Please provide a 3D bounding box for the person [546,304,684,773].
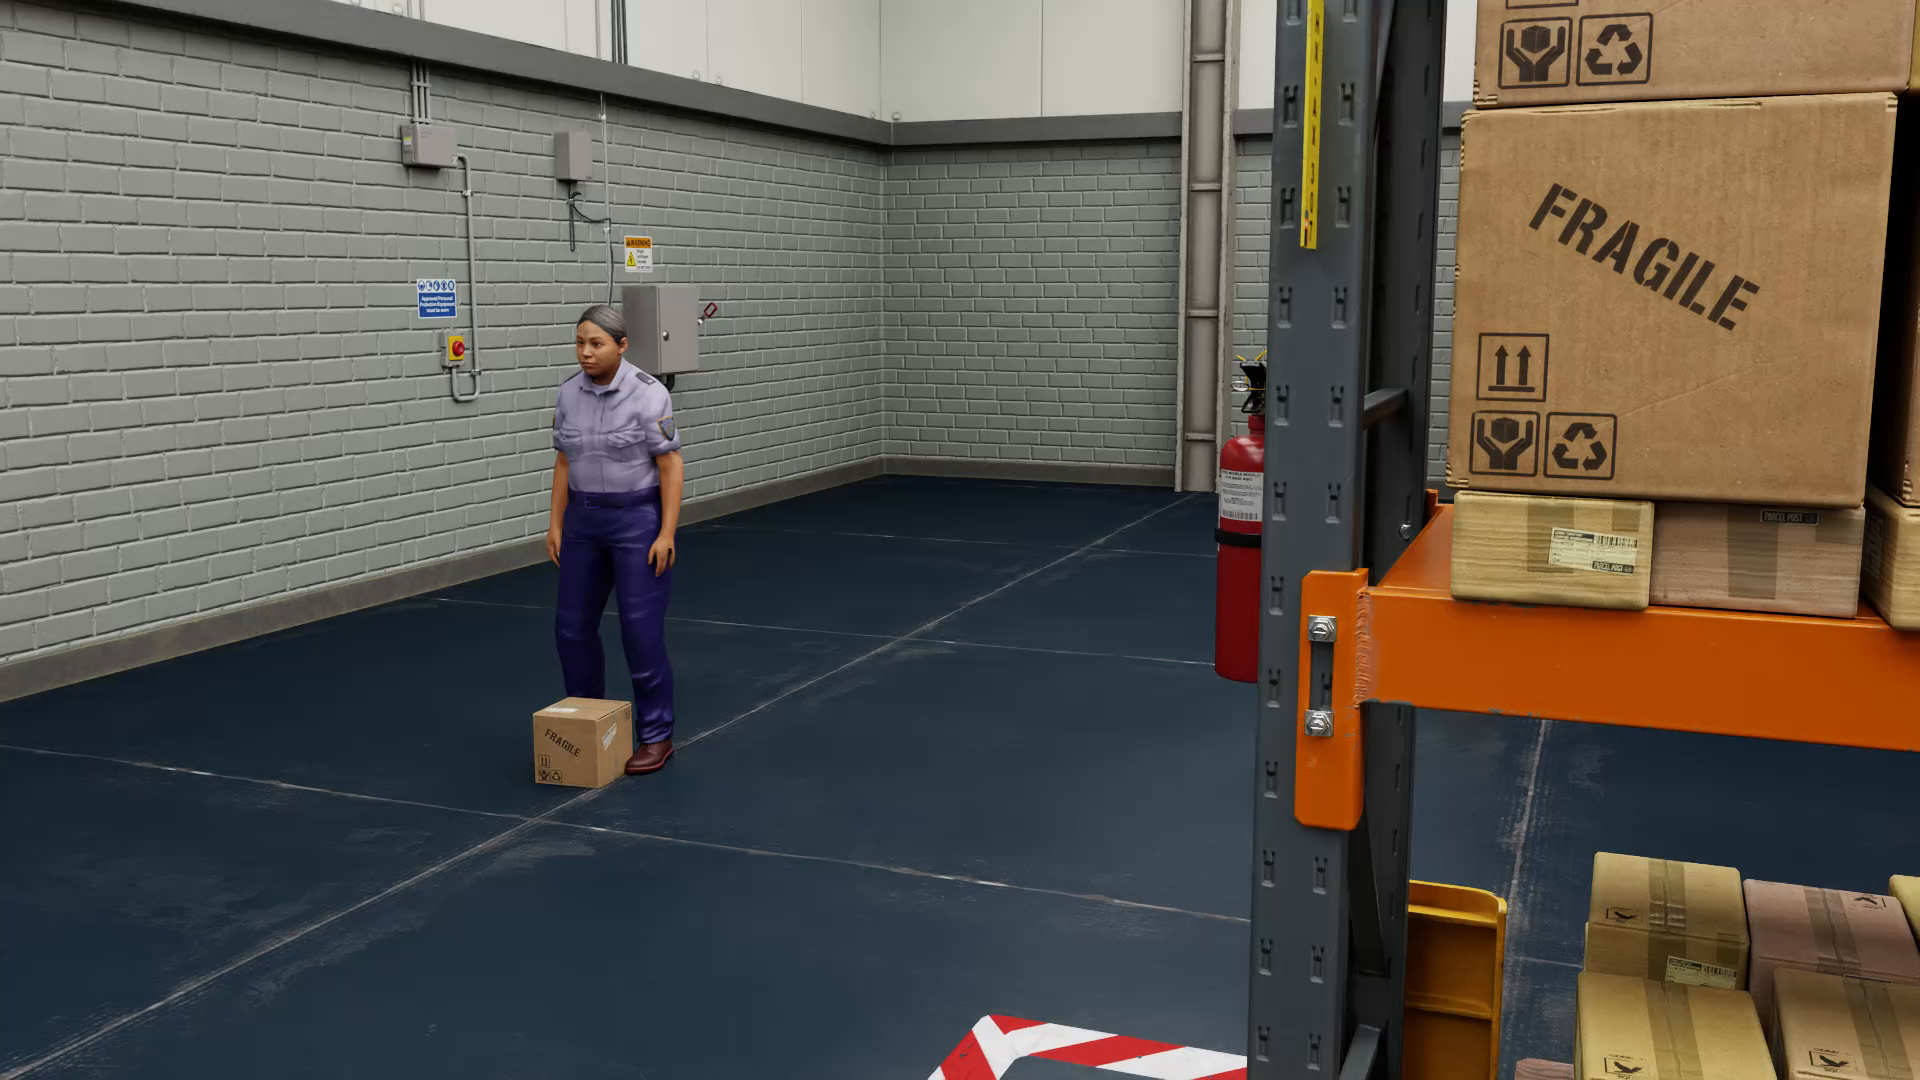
[{"bbox_3d":[-1.245,-0.007,5.973,0.543,1.637,0.367,3,9,21],"label":"person"}]
